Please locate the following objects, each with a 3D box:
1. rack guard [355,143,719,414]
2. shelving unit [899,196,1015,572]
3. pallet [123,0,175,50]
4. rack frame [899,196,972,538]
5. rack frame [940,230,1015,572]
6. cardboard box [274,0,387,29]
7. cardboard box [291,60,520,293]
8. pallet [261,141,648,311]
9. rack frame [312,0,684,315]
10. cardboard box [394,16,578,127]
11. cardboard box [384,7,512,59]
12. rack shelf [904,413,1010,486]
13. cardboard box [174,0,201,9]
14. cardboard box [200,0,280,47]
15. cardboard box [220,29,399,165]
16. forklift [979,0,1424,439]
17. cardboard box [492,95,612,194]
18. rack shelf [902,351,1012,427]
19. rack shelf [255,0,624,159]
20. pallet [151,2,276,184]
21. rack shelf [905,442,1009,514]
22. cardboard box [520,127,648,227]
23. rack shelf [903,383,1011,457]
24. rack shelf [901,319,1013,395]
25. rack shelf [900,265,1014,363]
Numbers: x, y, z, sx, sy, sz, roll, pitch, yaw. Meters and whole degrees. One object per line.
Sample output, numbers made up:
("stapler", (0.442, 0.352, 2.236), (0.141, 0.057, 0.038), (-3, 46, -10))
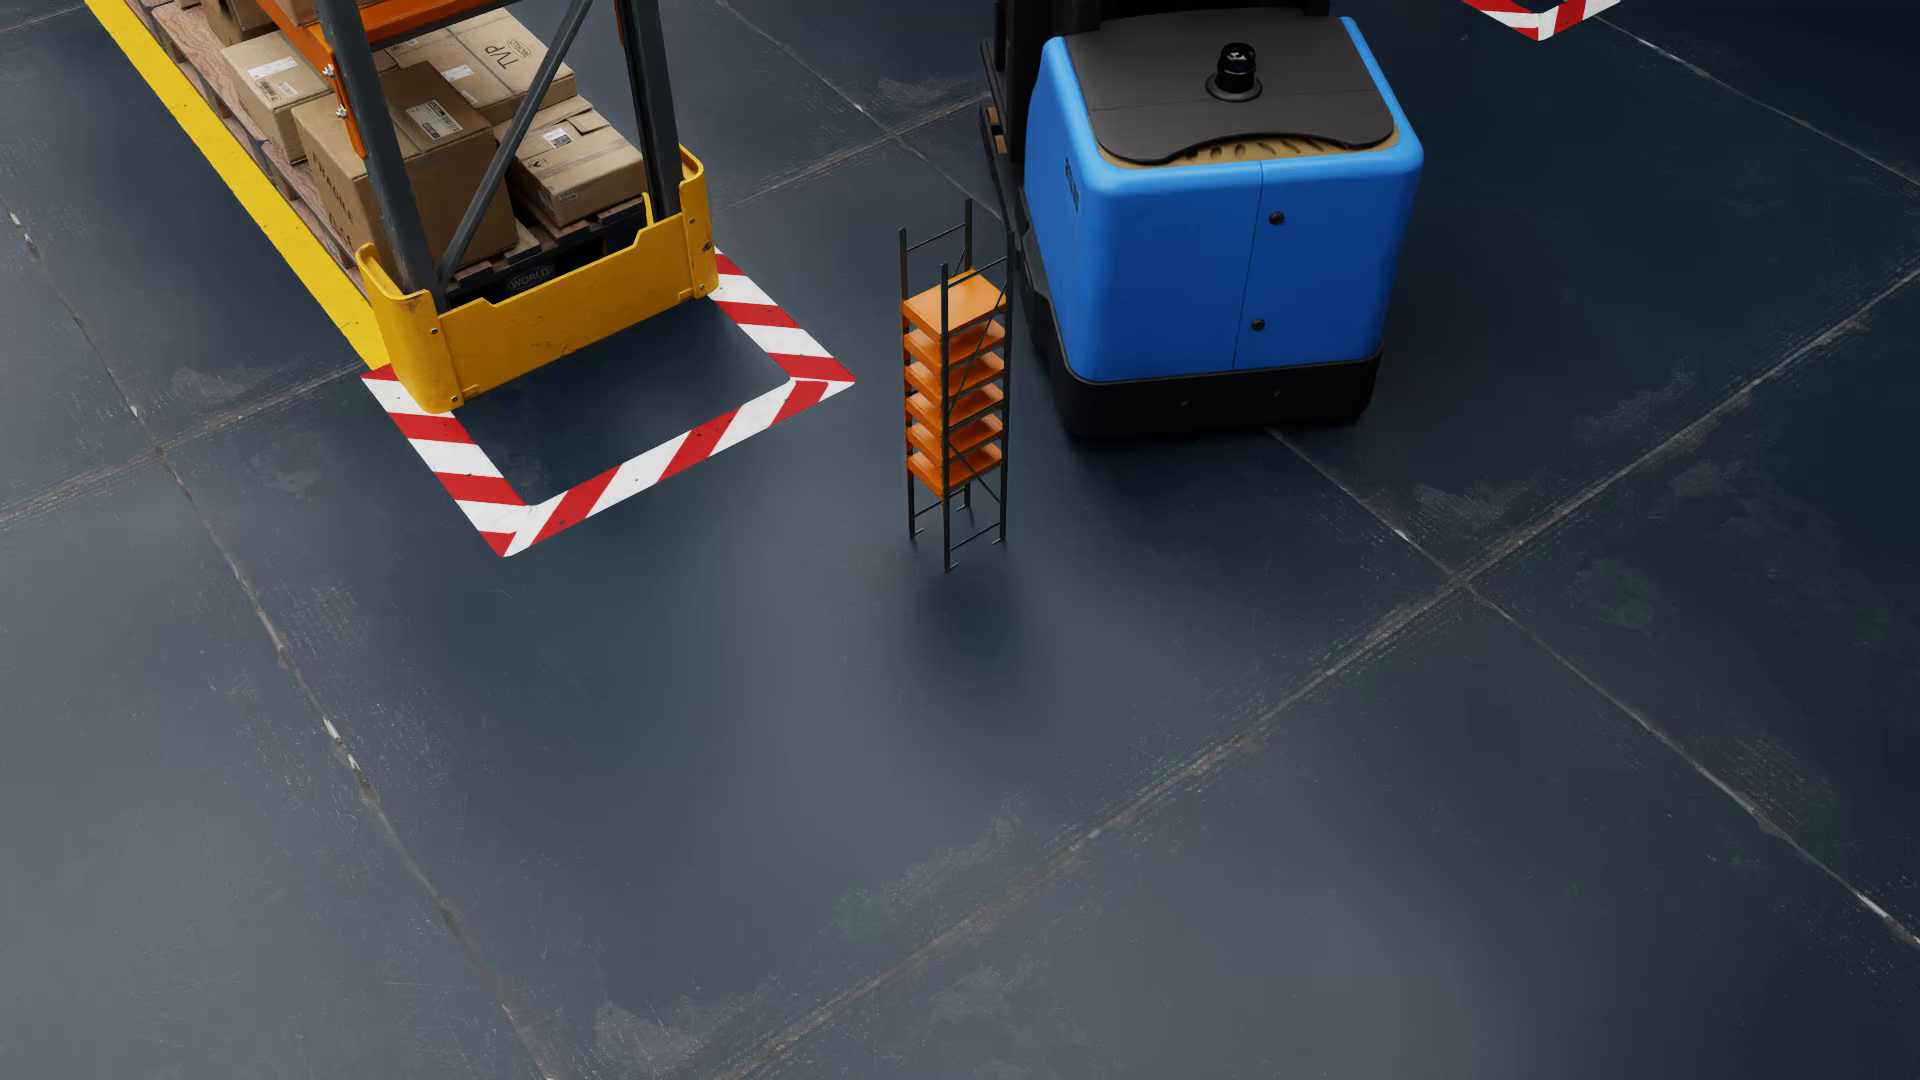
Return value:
("rack guard", (-1.428, -0.939, 5.763), (1.175, 0.500, 0.348), (-29, 54, -24))
("shelving unit", (-0.009, -0.412, 4.813), (0.258, 1.200, 0.189), (-29, 54, -24))
("pallet", (-3.389, -2.750, 7.601), (1.003, 0.211, 1.213), (-29, 54, -24))
("rack frame", (-0.064, -0.465, 4.862), (0.240, 1.200, 0.006), (-29, 54, -24))
("rack frame", (0.047, -0.358, 4.764), (0.240, 1.200, 0.006), (-29, 54, -24))
("cardboard box", (-1.869, -1.909, 4.888), (0.500, 0.500, 0.500), (-28, 54, -23))
("cardboard box", (-1.907, -1.252, 5.750), (0.500, 0.500, 0.500), (-29, 54, -24))
("pallet", (-1.911, -1.311, 6.296), (1.003, 0.211, 1.213), (-29, 54, -24))
("rack frame", (-1.382, -1.733, 4.797), (1.000, 3.000, 0.127), (-29, 54, -24))
("cardboard box", (-1.788, -1.700, 6.326), (0.500, 0.250, 0.500), (-29, 54, -24))
("cardboard box", (-2.091, -1.995, 6.593), (0.500, 0.250, 0.500), (-29, 54, -24))
("rack shelf", (-0.009, -0.301, 4.935), (0.258, 0.103, 0.180), (-29, 54, -24))
("cardboard box", (-3.190, -2.438, 7.051), (0.380, 0.166, 0.250), (-29, 54, -24))
("cardboard box", (-2.662, -2.296, 6.695), (0.797, 0.503, 0.637), (-29, 54, -24))
("cardboard box", (-2.458, -1.741, 6.363), (0.500, 0.250, 0.500), (-29, 54, -24))
("forklift", (0.678, -2.421, 5.467), (1.130, 2.935, 3.031), (-5, 48, -5))
("cardboard box", (-1.513, -1.478, 6.181), (0.380, 0.166, 0.250), (-29, 54, -24))
("rack shelf", (-0.009, -0.462, 4.757), (0.258, 0.103, 0.180), (-29, 54, -24))
("rack shelf", (-2.593, -2.671, 6.132), (1.077, 0.370, 4.000), (-29, 54, -24))
("pallet", (-2.646, -2.030, 6.948), (1.003, 0.211, 1.213), (-29, 54, -24))
("rack shelf", (-0.009, -0.220, 5.024), (0.258, 0.103, 0.180), (-29, 54, -24))
("cardboard box", (-1.362, -1.325, 6.054), (0.380, 0.149, 0.250), (-29, 54, -24))
("rack shelf", (-0.009, -0.382, 4.846), (0.258, 0.103, 0.180), (-29, 54, -24))
("rack shelf", (-0.009, -0.543, 4.668), (0.258, 0.103, 0.180), (-29, 54, -24))
("rack shelf", (-0.009, -0.623, 4.579), (0.258, 0.103, 0.180), (-29, 54, -24))
